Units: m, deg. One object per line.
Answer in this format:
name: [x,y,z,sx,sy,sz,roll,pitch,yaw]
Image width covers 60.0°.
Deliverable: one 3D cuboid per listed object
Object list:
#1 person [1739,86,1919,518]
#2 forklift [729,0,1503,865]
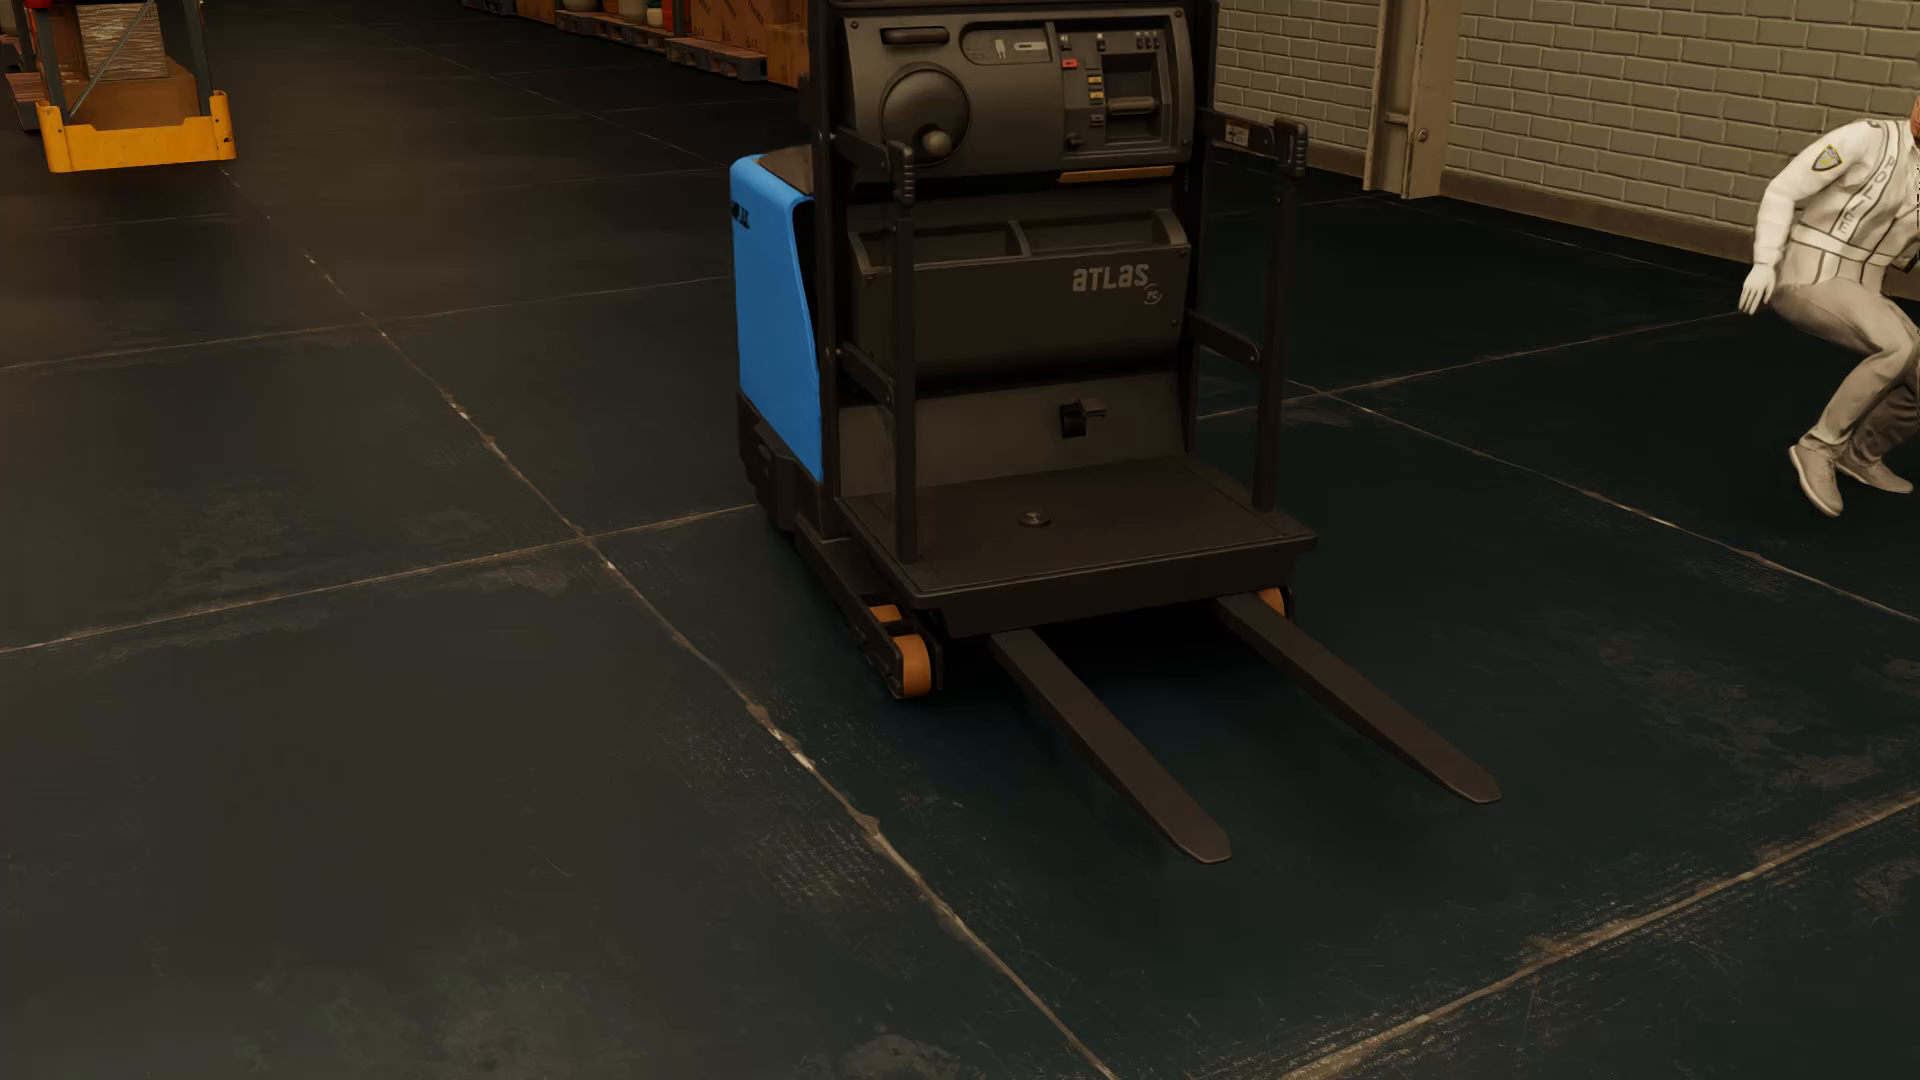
person: [2.860,-0.776,5.188,0.737,1.455,0.633,-9,24,-22]
forklift: [0.240,-1.133,4.034,1.130,2.935,3.031,-8,24,-19]
